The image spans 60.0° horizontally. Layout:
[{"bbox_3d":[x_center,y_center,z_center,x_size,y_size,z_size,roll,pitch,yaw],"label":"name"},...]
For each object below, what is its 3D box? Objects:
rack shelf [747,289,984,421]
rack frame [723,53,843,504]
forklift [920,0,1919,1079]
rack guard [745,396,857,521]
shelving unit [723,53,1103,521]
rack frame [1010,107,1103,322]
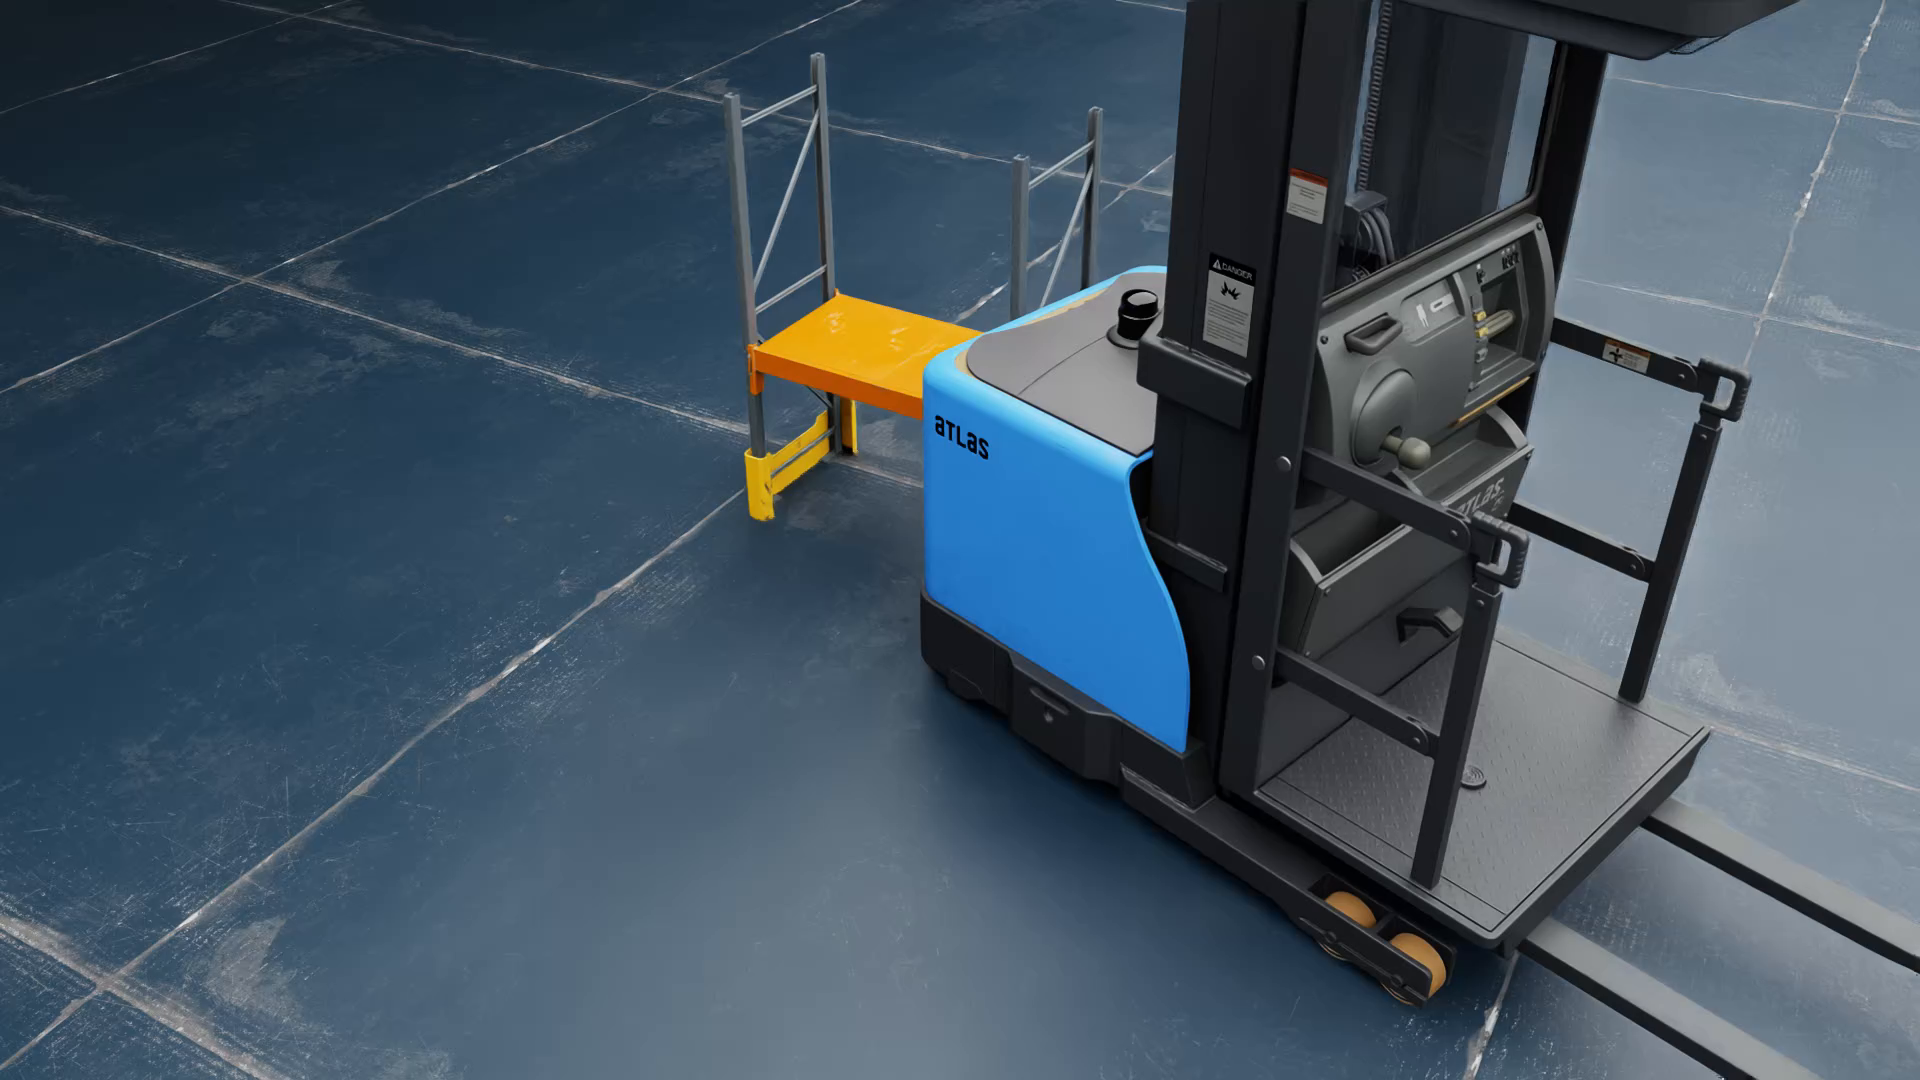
[{"bbox_3d":[-0.147,-0.551,5.548,1.000,0.185,0.538,18,38,25],"label":"rack shelf"},{"bbox_3d":[-0.583,-0.845,5.667,0.032,1.500,0.500,18,38,25],"label":"rack frame"},{"bbox_3d":[1.262,-0.416,3.730,1.130,2.935,3.031,-28,43,-35],"label":"forklift"},{"bbox_3d":[-0.566,-0.320,6.005,0.087,0.250,0.587,18,38,25],"label":"rack guard"},{"bbox_3d":[-0.140,-0.698,5.445,1.083,1.500,0.587,18,38,25],"label":"shelving unit"},{"bbox_3d":[0.288,-0.555,5.230,0.032,1.500,0.500,18,38,25],"label":"rack frame"}]
